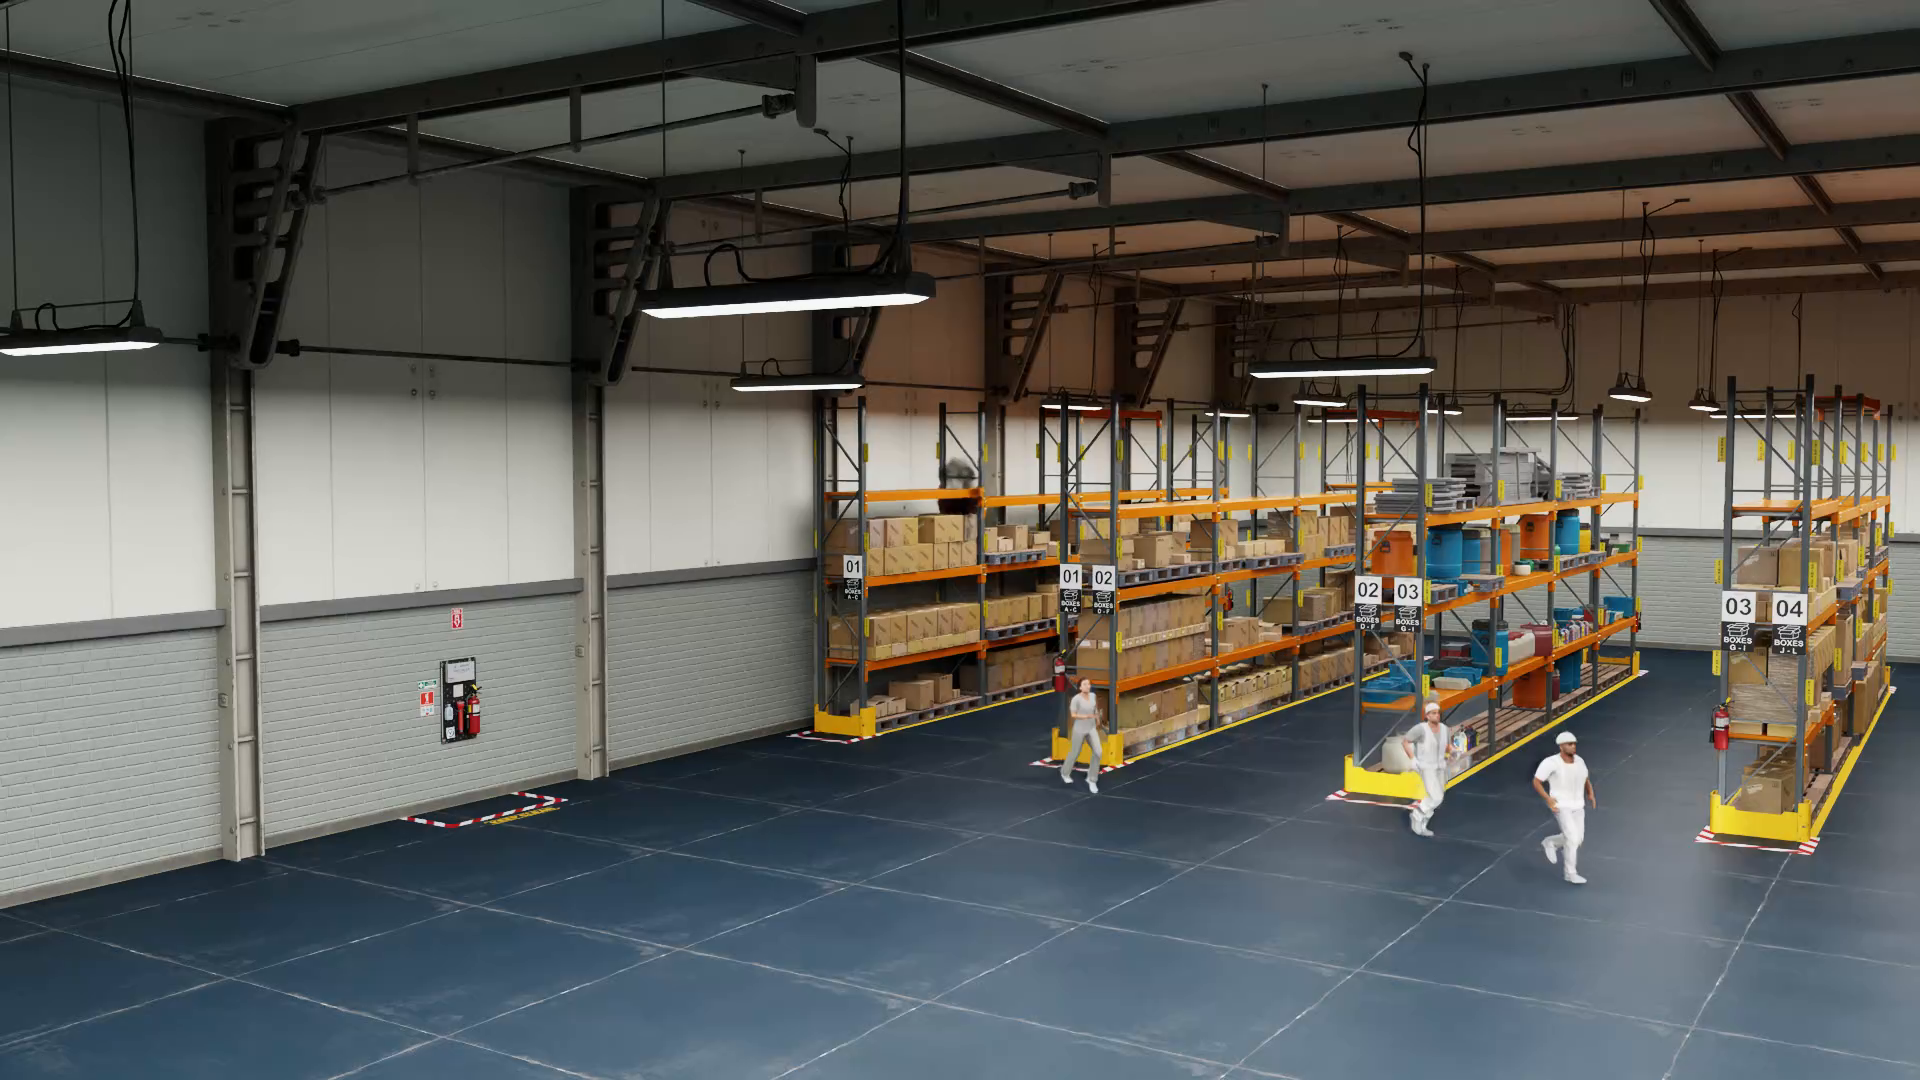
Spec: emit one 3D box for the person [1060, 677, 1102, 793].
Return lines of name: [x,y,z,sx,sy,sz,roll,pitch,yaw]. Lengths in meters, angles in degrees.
person: [1.837,2.874,24.730,0.572,1.712,0.880,-1,3,-25]

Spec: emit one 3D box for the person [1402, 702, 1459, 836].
person: [6.165,2.985,21.570,0.632,1.748,0.601,-1,3,-24]

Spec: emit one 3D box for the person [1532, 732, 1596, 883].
person: [7.081,3.108,19.519,0.739,1.733,0.795,-1,3,-21]
